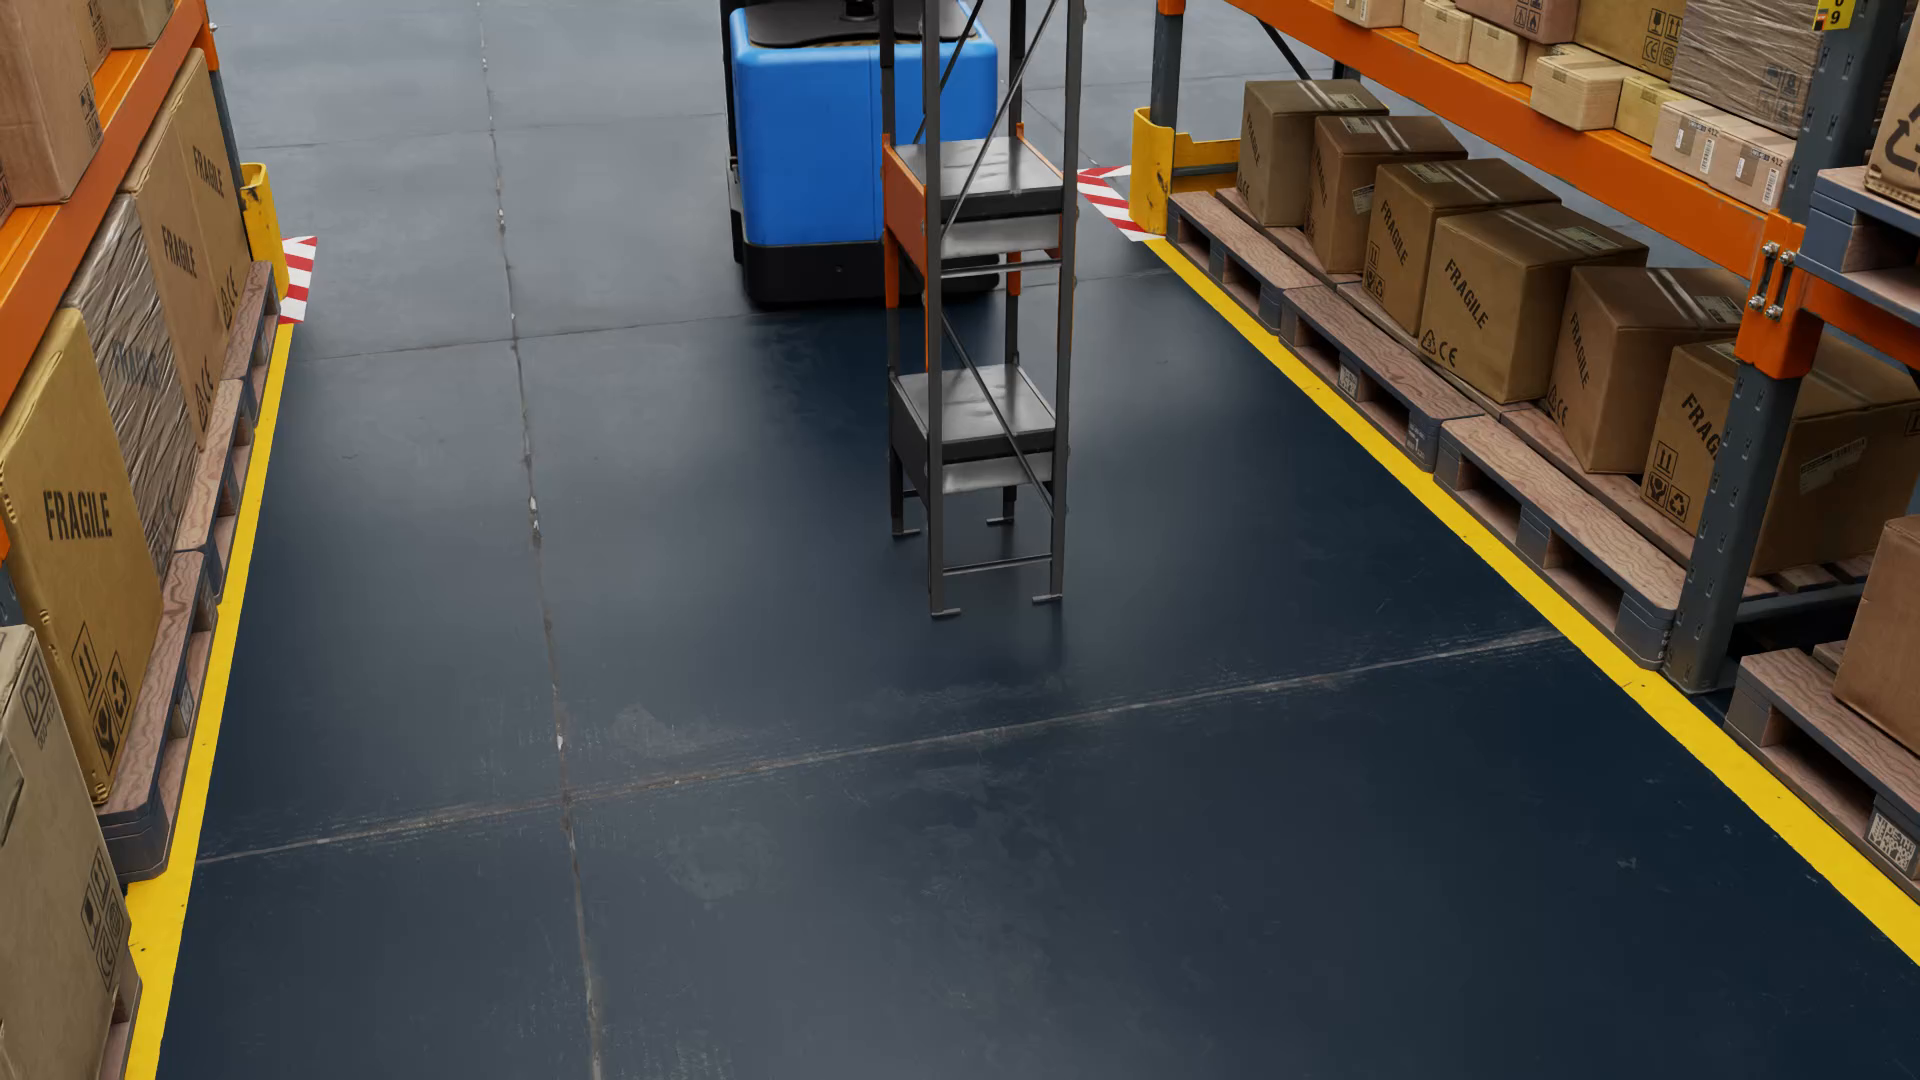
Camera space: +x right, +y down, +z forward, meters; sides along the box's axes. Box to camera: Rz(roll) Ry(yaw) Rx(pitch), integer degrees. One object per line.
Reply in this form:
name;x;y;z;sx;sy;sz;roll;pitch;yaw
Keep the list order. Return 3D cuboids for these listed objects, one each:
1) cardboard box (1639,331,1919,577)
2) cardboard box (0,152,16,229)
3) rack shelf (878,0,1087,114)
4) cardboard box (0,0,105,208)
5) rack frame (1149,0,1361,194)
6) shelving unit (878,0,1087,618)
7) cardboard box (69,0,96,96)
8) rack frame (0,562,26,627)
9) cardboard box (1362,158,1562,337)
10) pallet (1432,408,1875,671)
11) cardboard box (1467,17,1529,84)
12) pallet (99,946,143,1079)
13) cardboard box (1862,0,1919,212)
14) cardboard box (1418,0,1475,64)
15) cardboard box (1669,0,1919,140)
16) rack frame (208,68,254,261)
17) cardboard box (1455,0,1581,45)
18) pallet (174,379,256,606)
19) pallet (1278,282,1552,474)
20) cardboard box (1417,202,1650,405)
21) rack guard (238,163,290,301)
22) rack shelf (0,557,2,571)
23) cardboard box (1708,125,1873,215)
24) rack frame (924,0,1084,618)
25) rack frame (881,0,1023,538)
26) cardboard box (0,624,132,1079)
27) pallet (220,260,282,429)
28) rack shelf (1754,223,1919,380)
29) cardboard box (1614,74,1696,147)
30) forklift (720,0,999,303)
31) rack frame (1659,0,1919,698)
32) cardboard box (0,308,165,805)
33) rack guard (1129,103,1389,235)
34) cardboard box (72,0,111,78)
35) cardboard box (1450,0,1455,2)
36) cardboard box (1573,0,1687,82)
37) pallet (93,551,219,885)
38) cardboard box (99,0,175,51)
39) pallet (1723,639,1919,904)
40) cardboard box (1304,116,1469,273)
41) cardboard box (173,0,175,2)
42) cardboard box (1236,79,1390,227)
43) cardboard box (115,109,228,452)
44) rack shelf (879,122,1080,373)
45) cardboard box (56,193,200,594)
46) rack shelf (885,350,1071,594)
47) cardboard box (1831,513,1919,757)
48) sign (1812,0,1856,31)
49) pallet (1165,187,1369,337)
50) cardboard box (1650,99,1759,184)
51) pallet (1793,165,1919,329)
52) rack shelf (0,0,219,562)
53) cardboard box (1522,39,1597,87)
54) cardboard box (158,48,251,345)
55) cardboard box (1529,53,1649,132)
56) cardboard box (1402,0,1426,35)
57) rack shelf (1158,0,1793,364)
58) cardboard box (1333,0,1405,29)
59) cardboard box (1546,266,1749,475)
cardboard box;2.371;-0.264;4.788;0.500;0.500;0.500;-9;31;-15
cardboard box;-2.648;-0.859;3.590;0.875;0.550;0.550;-8;31;-13
rack shelf;0.044;-1.423;4.242;0.431;0.518;0.480;-8;31;-13
cardboard box;-2.678;-1.135;4.068;0.875;0.550;0.550;-8;31;-13
rack frame;1.377;-2.897;7.262;1.000;3.000;0.127;-8;31;-13
shelving unit;0.044;-0.829;4.586;0.431;2.100;0.503;-8;31;-13
cardboard box;-2.915;-1.378;4.487;0.875;0.550;0.500;-8;31;-13
rack frame;-2.371;-0.355;2.869;1.000;3.000;0.127;-8;31;-13
cardboard box;1.866;-1.105;6.240;0.500;0.500;0.500;-5;30;-9
pallet;2.226;-0.078;5.175;1.003;0.211;1.213;-8;31;-13
cardboard box;1.814;-1.532;5.153;0.380;0.149;0.250;-8;31;-13
pallet;-2.093;1.215;2.941;1.003;0.211;1.213;-8;31;-13
cardboard box;2.514;-1.005;2.973;1.000;1.000;1.000;-8;31;-13
cardboard box;1.714;-1.648;5.354;0.380;0.149;0.250;-8;31;-13
cardboard box;2.379;-1.363;4.214;0.875;0.500;0.500;-8;31;-13
rack frame;-3.432;-2.287;6.207;1.000;3.000;0.127;-8;31;-13
cardboard box;2.050;-1.837;5.033;0.875;0.500;0.500;-8;31;-13
pallet;-2.824;-0.116;5.240;1.003;0.211;1.213;-8;31;-13
pallet;1.899;-0.669;6.195;1.003;0.211;1.213;-8;31;-13
cardboard box;1.971;-0.829;5.764;0.500;0.500;0.500;-11;32;-18
rack guard;-3.439;-1.217;6.853;1.175;0.500;0.348;-8;31;-13
rack shelf;-1.840;0.922;1.380;1.077;0.370;4.000;-8;31;-13
cardboard box;2.098;-0.922;4.099;0.380;0.149;0.250;-8;31;-13
rack frame;0.109;-0.711;4.382;0.400;2.100;0.015;-8;31;-13
rack frame;-0.021;-0.947;4.789;0.400;2.100;0.015;-8;31;-13
cardboard box;-2.119;0.725;2.830;1.050;0.750;0.750;-8;31;-14
pallet;-3.145;-0.704;6.256;1.003;0.211;1.213;-8;31;-13
rack shelf;2.969;0.312;2.435;1.077;0.370;4.000;-8;31;-13
cardboard box;2.032;-1.172;4.532;0.380;0.149;0.250;-8;31;-13
forklift;-0.569;-2.955;7.429;1.130;2.935;3.031;-4;30;-8
rack frame;2.438;-0.966;3.924;1.000;3.000;0.127;-8;31;-13
cardboard box;-2.470;0.070;3.837;0.875;0.875;0.875;-7;31;-13
rack guard;1.397;-1.779;7.824;1.175;0.500;0.348;-8;31;-13
cardboard box;-3.095;-1.629;4.920;0.875;0.550;0.550;-8;31;-13
cardboard box;1.957;-2.084;5.460;0.875;0.500;0.500;-8;31;-13
cardboard box;2.280;-1.609;4.639;0.875;0.500;0.500;-8;31;-13
pallet;-2.497;0.474;4.220;1.003;0.211;1.213;-8;31;-13
cardboard box;-3.123;-1.916;5.416;0.875;0.550;0.550;-8;31;-13
pallet;2.646;0.617;3.973;1.003;0.211;1.213;-8;31;-13
cardboard box;1.718;-1.409;6.767;0.500;0.500;0.500;0;30;0
cardboard box;-3.290;-2.179;5.870;0.875;0.550;0.550;-8;31;-13
cardboard box;1.526;-1.694;7.258;0.500;0.500;0.500;-2;30;-4
cardboard box;-2.953;-0.806;5.349;0.875;0.875;0.875;-8;31;-14
rack shelf;0.044;-0.817;4.593;0.431;0.518;0.480;-8;31;-13
cardboard box;-2.713;-0.365;4.588;0.875;0.875;0.875;-8;31;-13
rack shelf;0.044;-0.211;4.943;0.431;0.518;0.480;-8;31;-13
cardboard box;2.581;0.225;3.923;0.700;0.500;0.500;-10;32;-17
sign;1.917;-1.264;3.576;0.100;0.325;0.005;-8;31;-13
pallet;1.578;-1.257;7.211;1.003;0.211;1.213;-8;31;-13
cardboard box;2.041;-1.044;4.309;0.380;0.149;0.250;-8;31;-13
pallet;2.501;-0.494;3.301;1.003;0.211;1.213;-8;31;-13
rack shelf;-2.901;-1.009;4.718;1.077;0.370;4.000;-8;31;-13
cardboard box;1.919;-1.417;4.954;0.380;0.149;0.250;-8;31;-13
cardboard box;-3.189;-1.230;6.083;0.875;0.875;0.875;-8;31;-13
cardboard box;1.858;-1.278;4.715;0.380;0.149;0.250;-8;31;-13
cardboard box;1.721;-1.779;5.580;0.380;0.149;0.250;-8;31;-13
rack shelf;1.908;-1.620;5.773;1.077;0.370;4.000;-8;31;-13
cardboard box;1.527;-1.882;5.758;0.380;0.149;0.250;-8;31;-13
cardboard box;2.211;-0.540;5.264;0.500;0.500;0.500;2;30;3
